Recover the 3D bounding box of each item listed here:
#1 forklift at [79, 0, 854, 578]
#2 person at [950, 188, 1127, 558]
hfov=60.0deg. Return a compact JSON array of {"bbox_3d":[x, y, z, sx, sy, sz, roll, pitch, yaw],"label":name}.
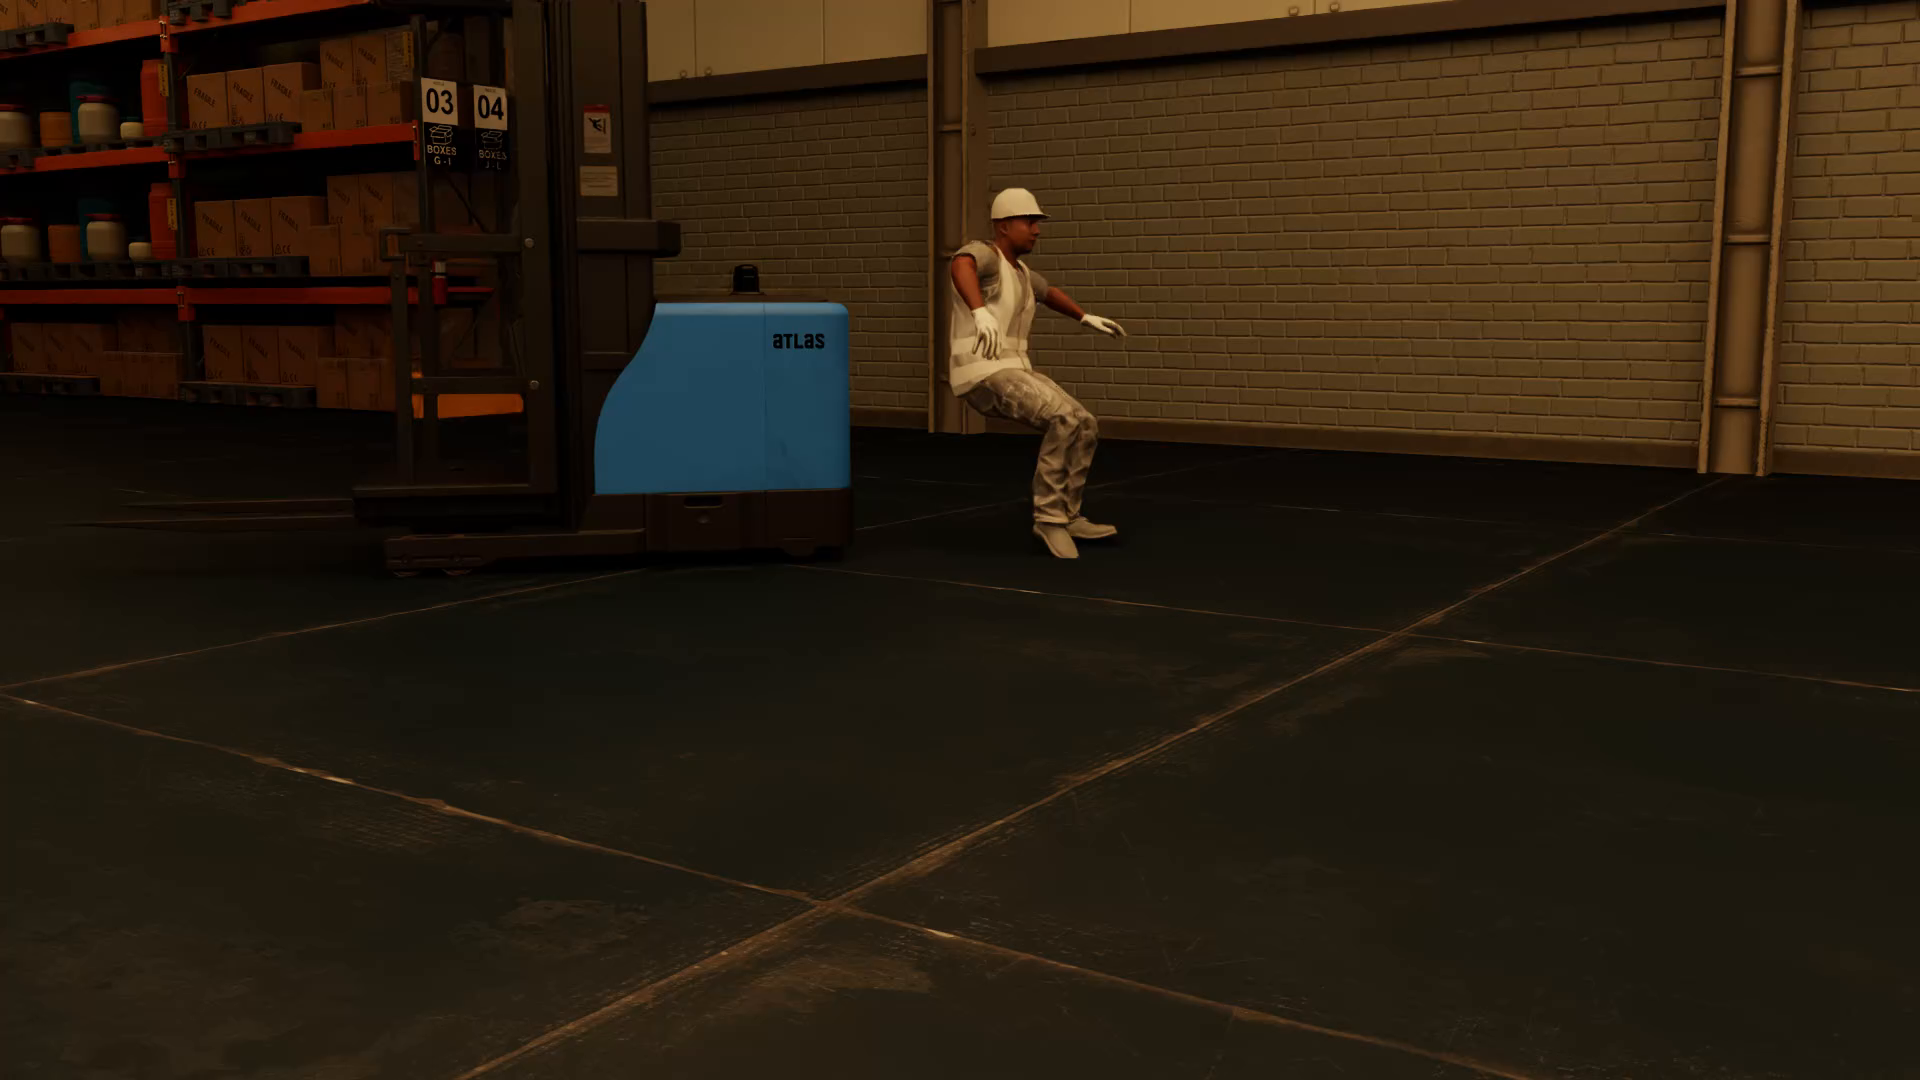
[{"bbox_3d":[-2.016,-1.384,6.923,3.031,2.935,1.130,-2,8,-12],"label":"forklift"},{"bbox_3d":[0.317,-0.745,7.383,0.682,1.615,1.146,4,9,24],"label":"person"}]
